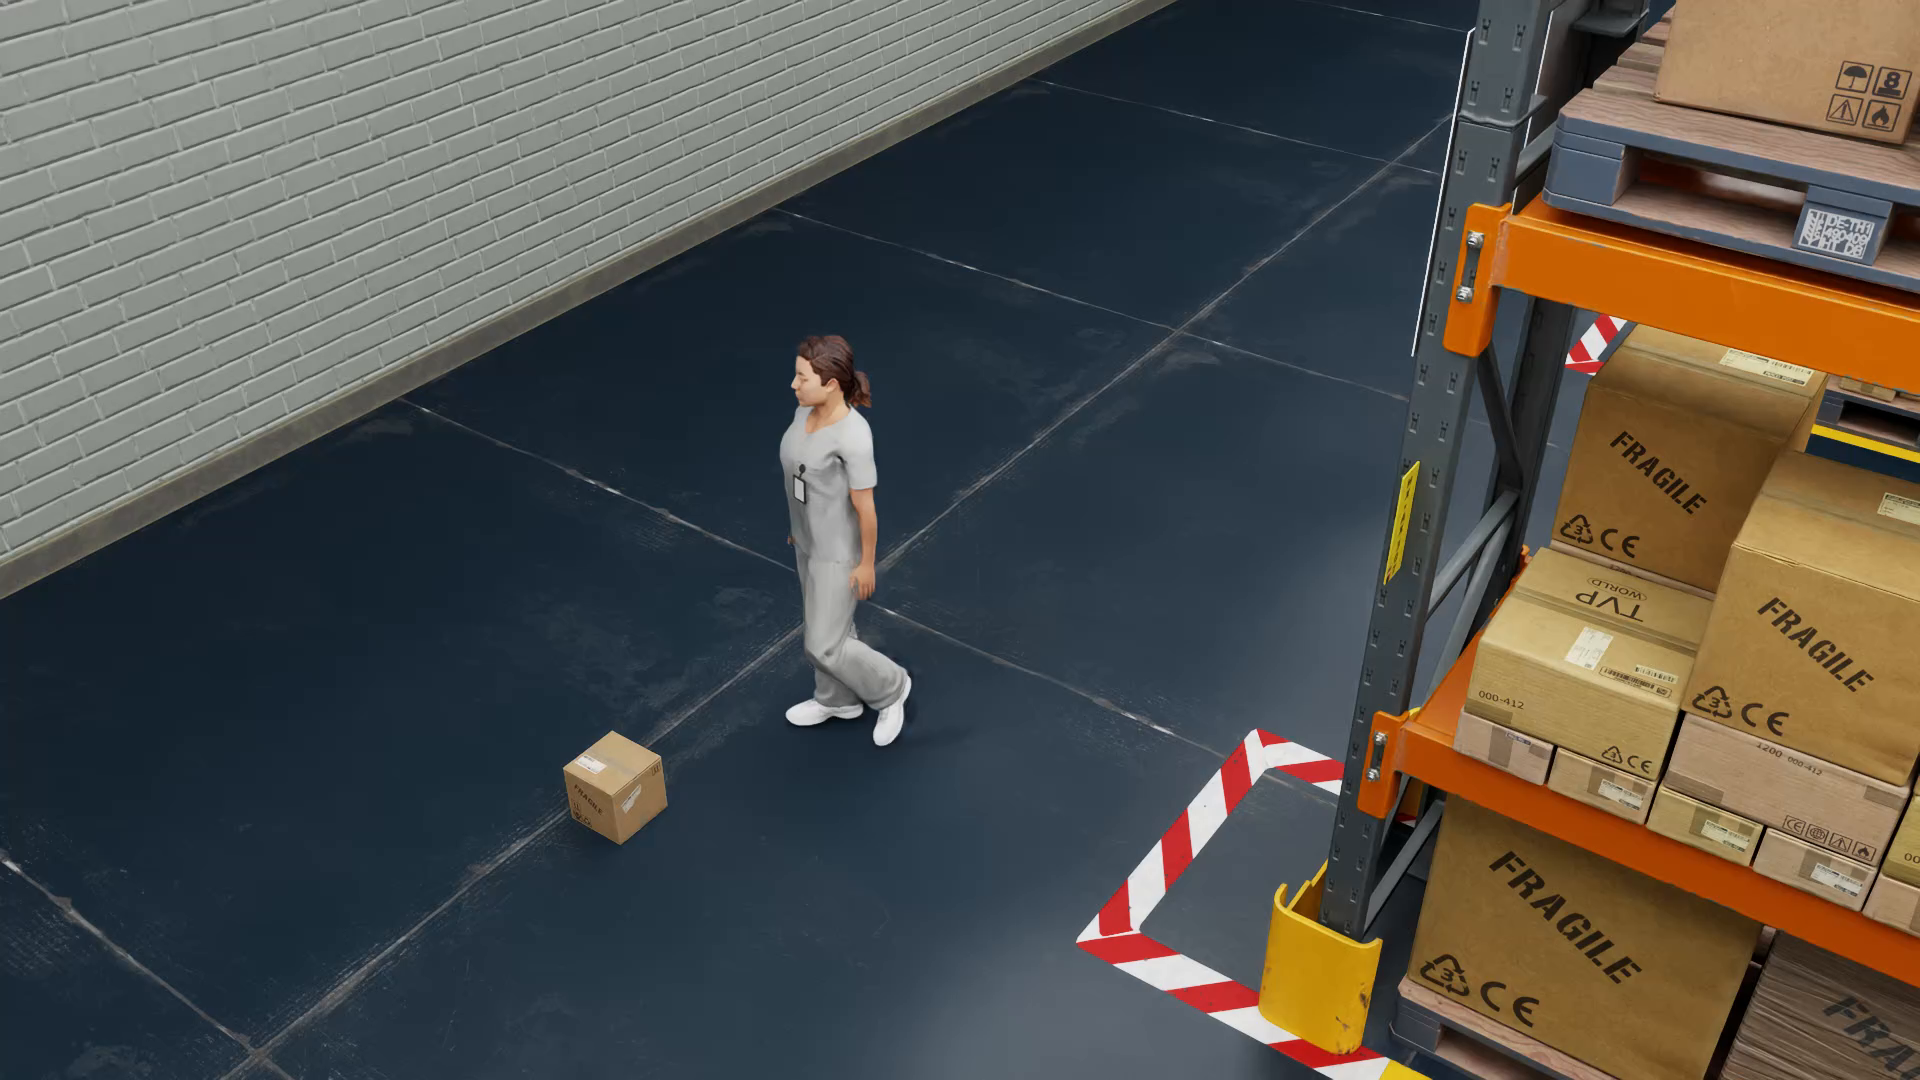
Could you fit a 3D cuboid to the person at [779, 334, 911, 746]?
[{"bbox_3d":[-0.442,0.018,6.097,0.450,1.667,0.513,-18,39,-24],"label":"person"}]
